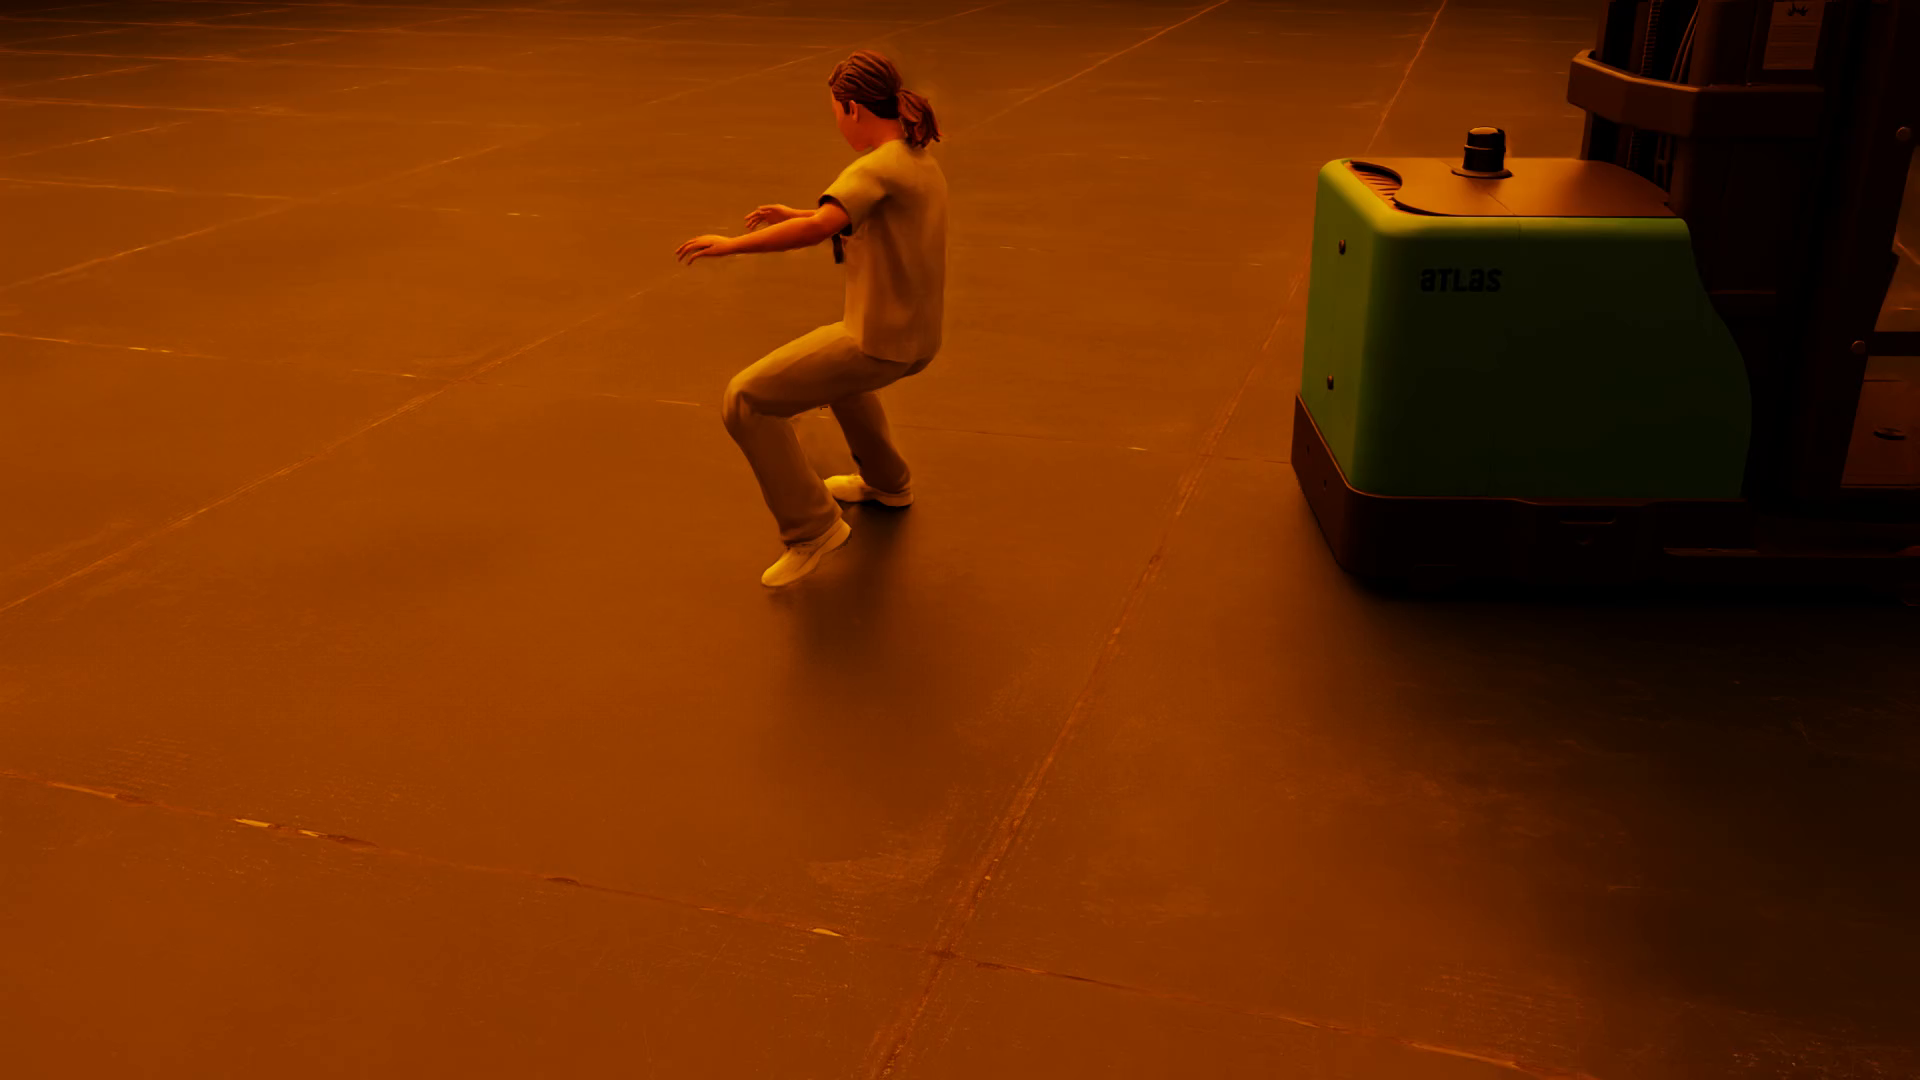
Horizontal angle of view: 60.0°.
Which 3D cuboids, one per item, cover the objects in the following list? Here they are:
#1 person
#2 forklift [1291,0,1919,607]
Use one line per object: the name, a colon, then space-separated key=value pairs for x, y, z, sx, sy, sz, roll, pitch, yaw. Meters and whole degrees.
person: x=-0.378 y=-0.657 z=4.793 sx=0.691 sy=1.462 sz=0.926 roll=9 pitch=24 yaw=21
forklift: x=2.611 y=-1.371 z=4.601 sx=3.031 sy=2.935 sz=1.130 roll=0 pitch=22 yaw=1
